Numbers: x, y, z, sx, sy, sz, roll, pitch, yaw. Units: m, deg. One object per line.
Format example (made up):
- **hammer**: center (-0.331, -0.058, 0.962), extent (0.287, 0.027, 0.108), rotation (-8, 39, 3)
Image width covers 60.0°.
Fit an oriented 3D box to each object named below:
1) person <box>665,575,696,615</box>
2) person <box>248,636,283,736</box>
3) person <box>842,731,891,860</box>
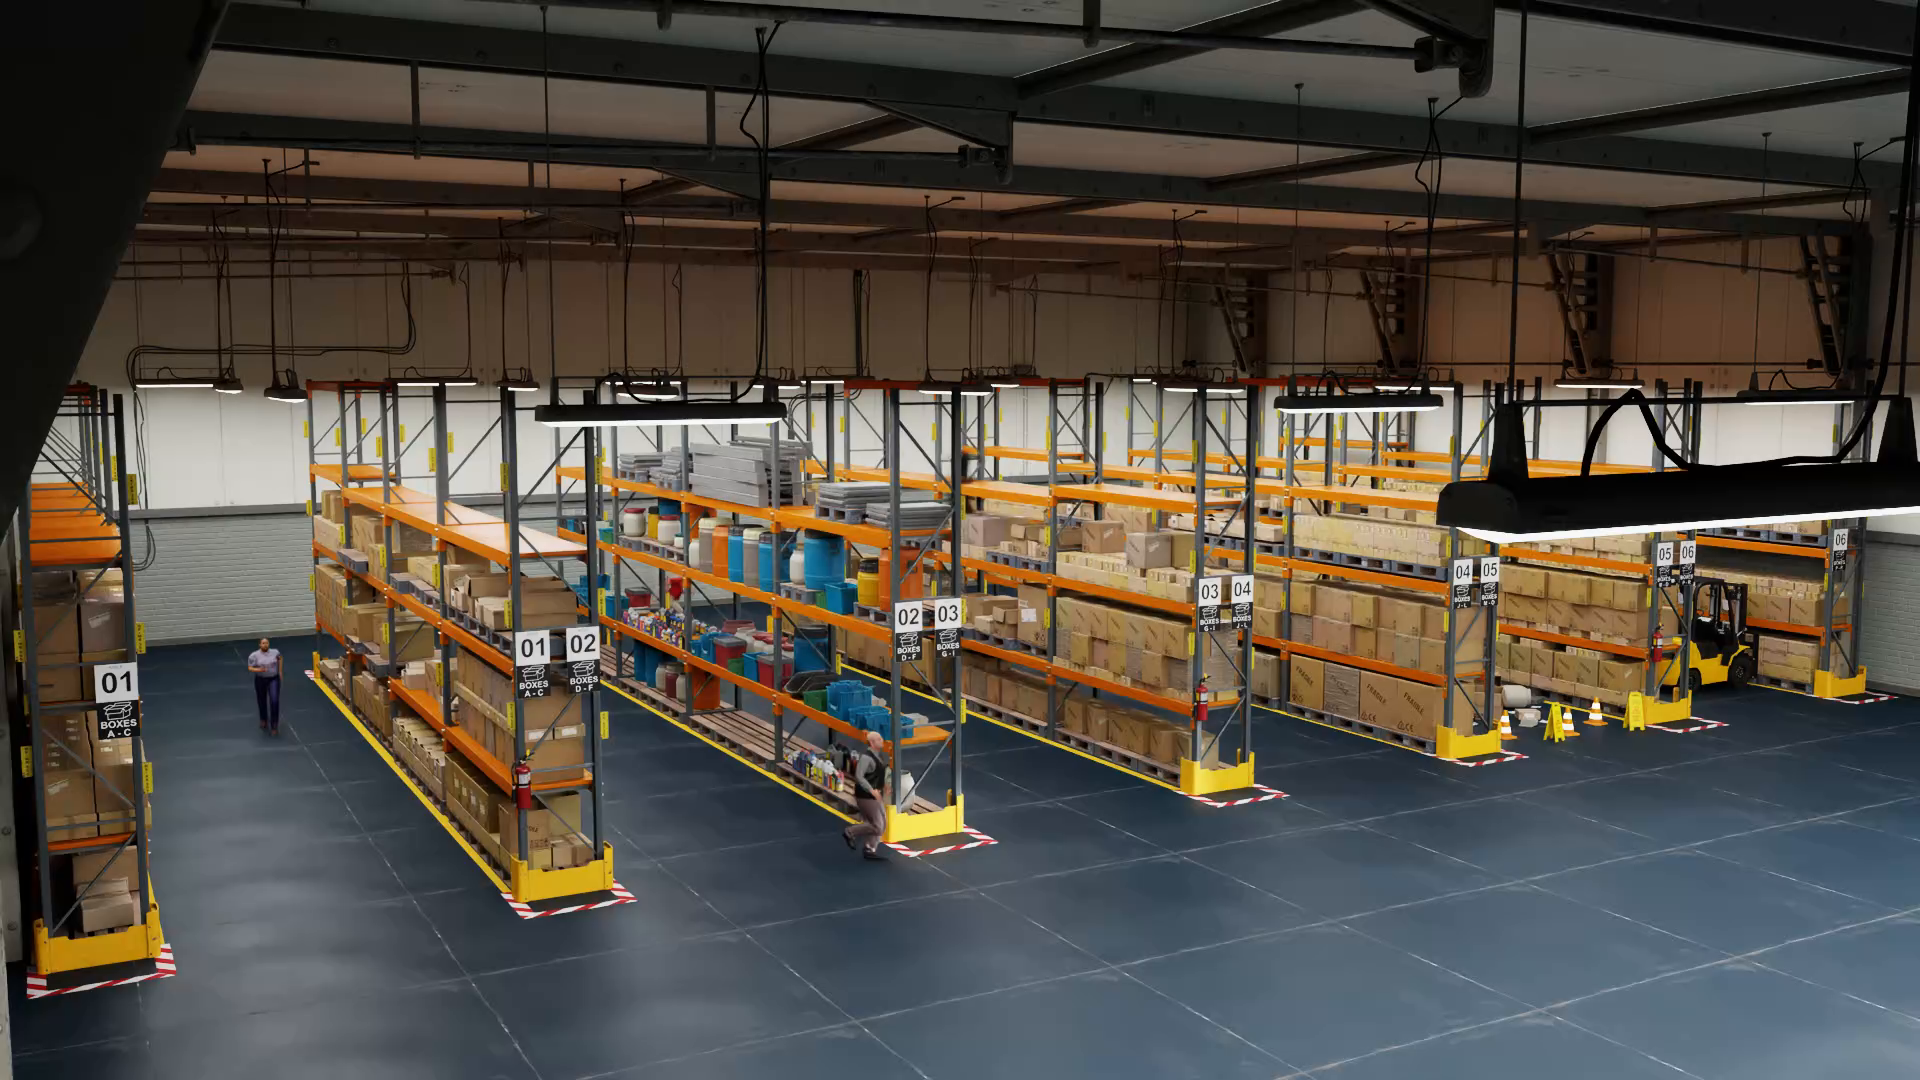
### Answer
- **person**: center (-6.682, 1.462, 38.523), extent (1.136, 1.554, 0.667), rotation (-1, 6, -8)
- **person**: center (-11.898, 2.491, 28.514), extent (0.552, 1.694, 0.842), rotation (-3, 7, -23)
- **person**: center (-1.207, 3.261, 21.240), extent (0.596, 1.658, 0.647), rotation (1, 6, 13)
